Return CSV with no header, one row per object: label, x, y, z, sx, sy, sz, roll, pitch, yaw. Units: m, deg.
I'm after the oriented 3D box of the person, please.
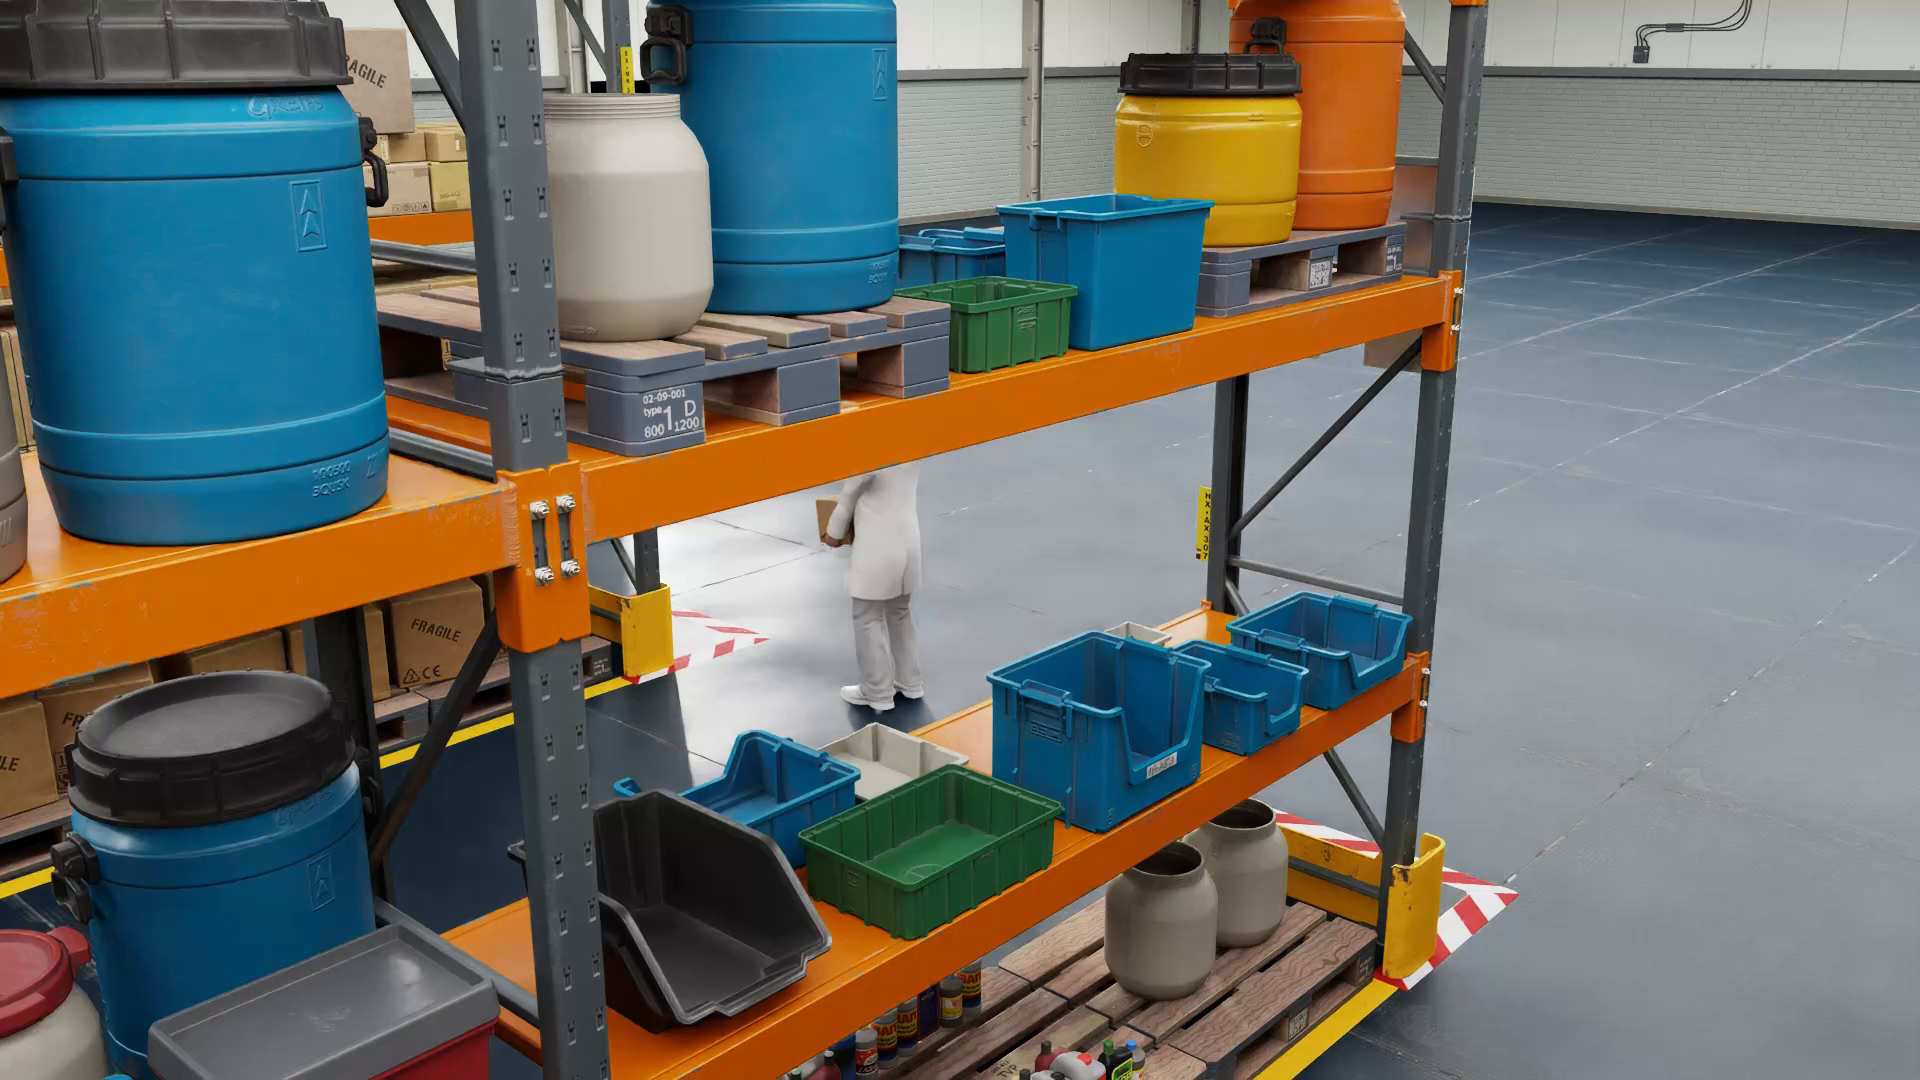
person,-0.501,0.051,9.404,0.552,1.780,0.527,14,22,39
